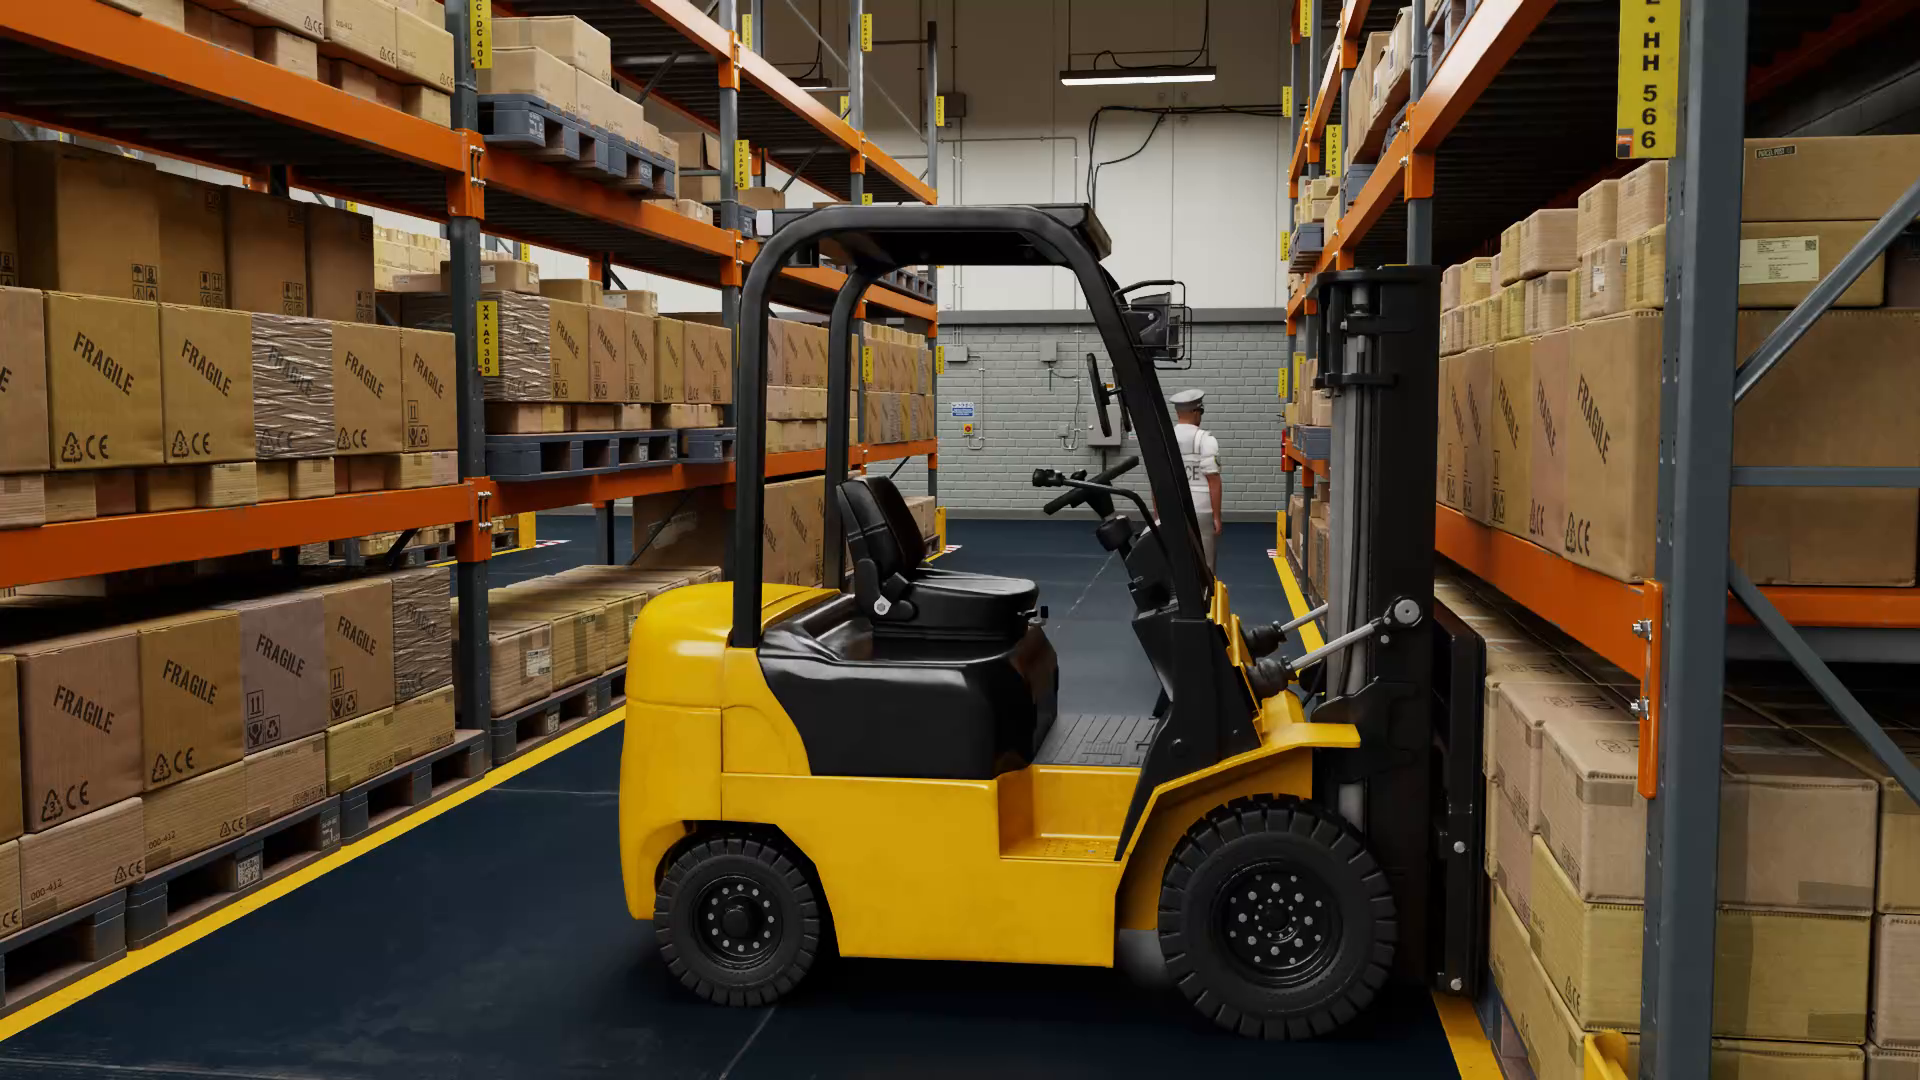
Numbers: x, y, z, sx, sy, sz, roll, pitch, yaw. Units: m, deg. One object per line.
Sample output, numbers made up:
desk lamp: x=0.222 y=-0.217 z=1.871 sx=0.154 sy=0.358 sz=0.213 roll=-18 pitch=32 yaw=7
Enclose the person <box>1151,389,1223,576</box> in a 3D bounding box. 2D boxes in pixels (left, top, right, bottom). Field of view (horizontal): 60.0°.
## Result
person: x=1.612 y=-0.173 z=11.694 sx=0.527 sy=1.773 sz=0.395 roll=3 pitch=5 yaw=33
